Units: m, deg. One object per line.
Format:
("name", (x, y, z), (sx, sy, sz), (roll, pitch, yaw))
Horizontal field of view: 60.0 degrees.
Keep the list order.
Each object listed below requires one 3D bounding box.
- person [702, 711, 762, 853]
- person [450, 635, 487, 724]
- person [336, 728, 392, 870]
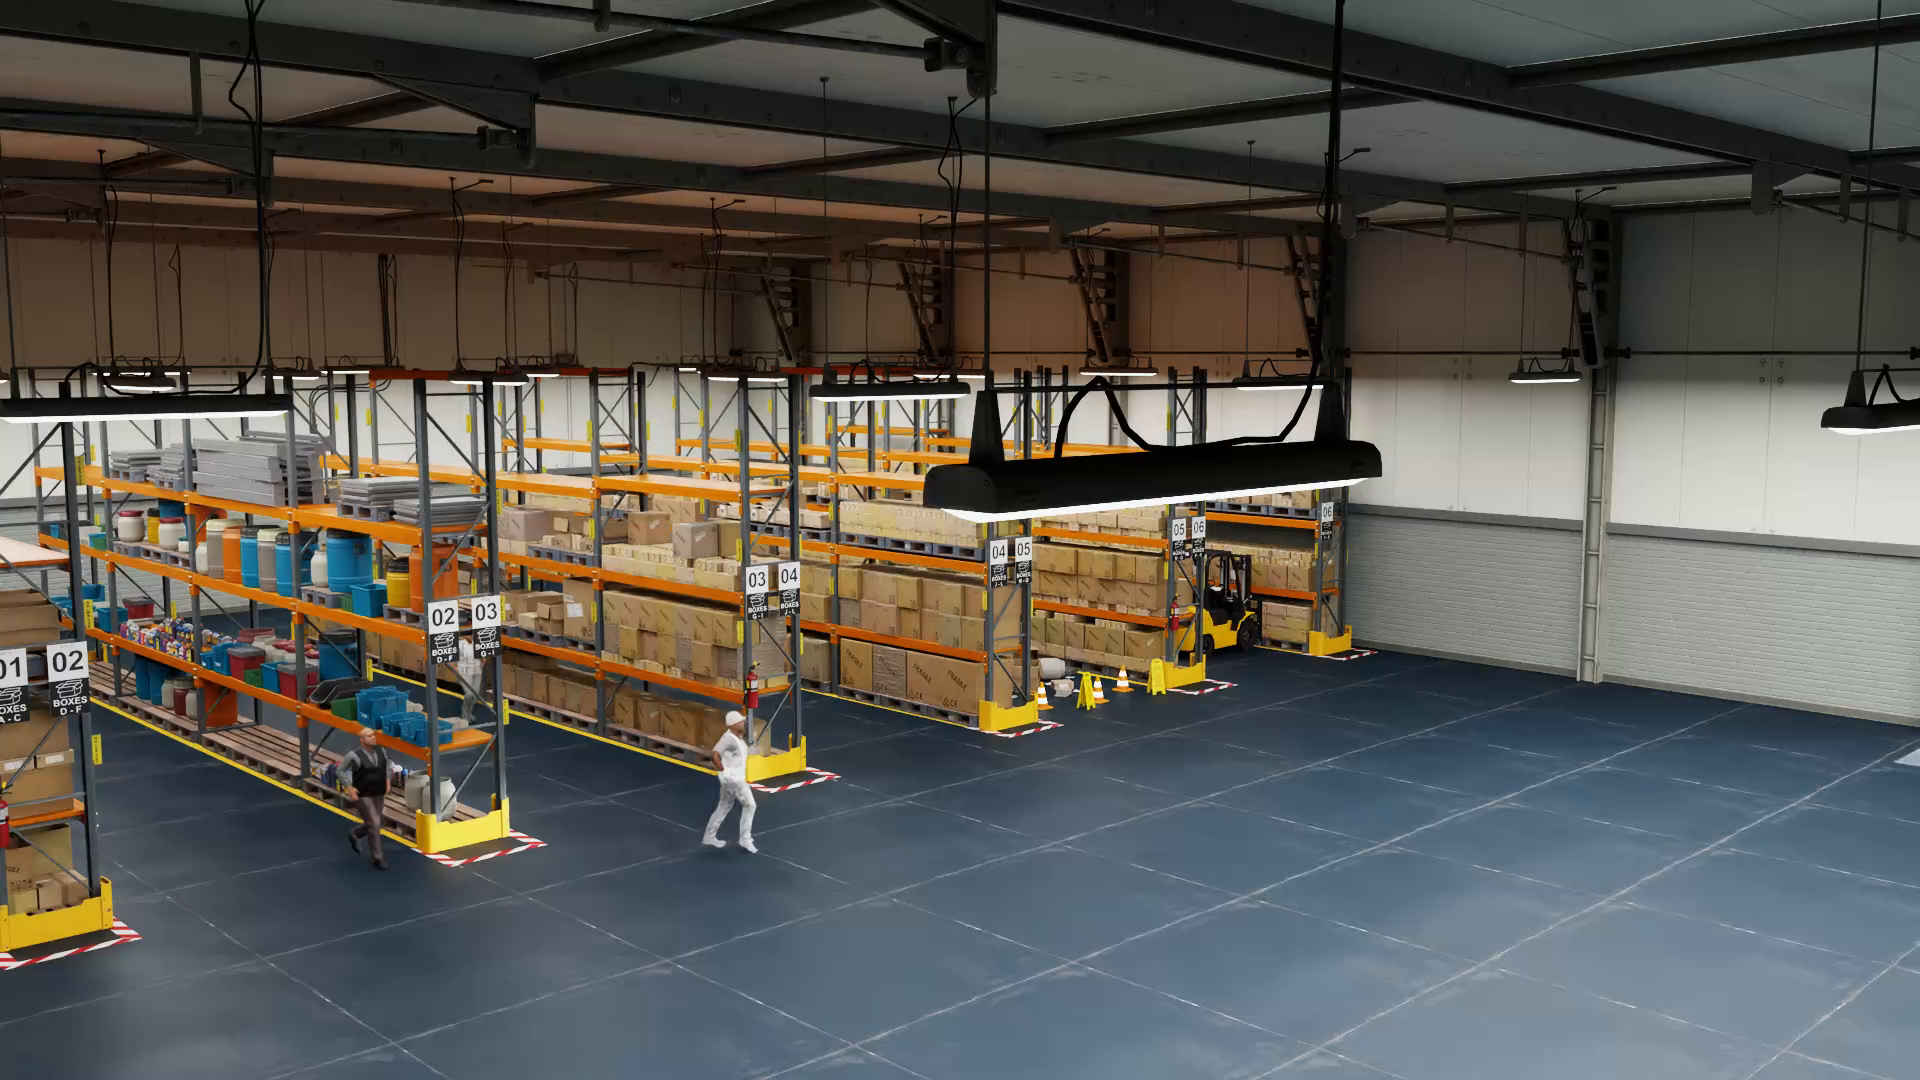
("person", (-2.897, 3.080, 21.132), (0.786, 1.851, 0.645), (-2, 7, -14))
("person", (-8.376, 2.318, 28.464), (0.662, 1.686, 0.576), (-6, 9, -43))
("person", (-7.344, 3.174, 20.602), (0.880, 1.730, 0.678), (4, 8, 32))
